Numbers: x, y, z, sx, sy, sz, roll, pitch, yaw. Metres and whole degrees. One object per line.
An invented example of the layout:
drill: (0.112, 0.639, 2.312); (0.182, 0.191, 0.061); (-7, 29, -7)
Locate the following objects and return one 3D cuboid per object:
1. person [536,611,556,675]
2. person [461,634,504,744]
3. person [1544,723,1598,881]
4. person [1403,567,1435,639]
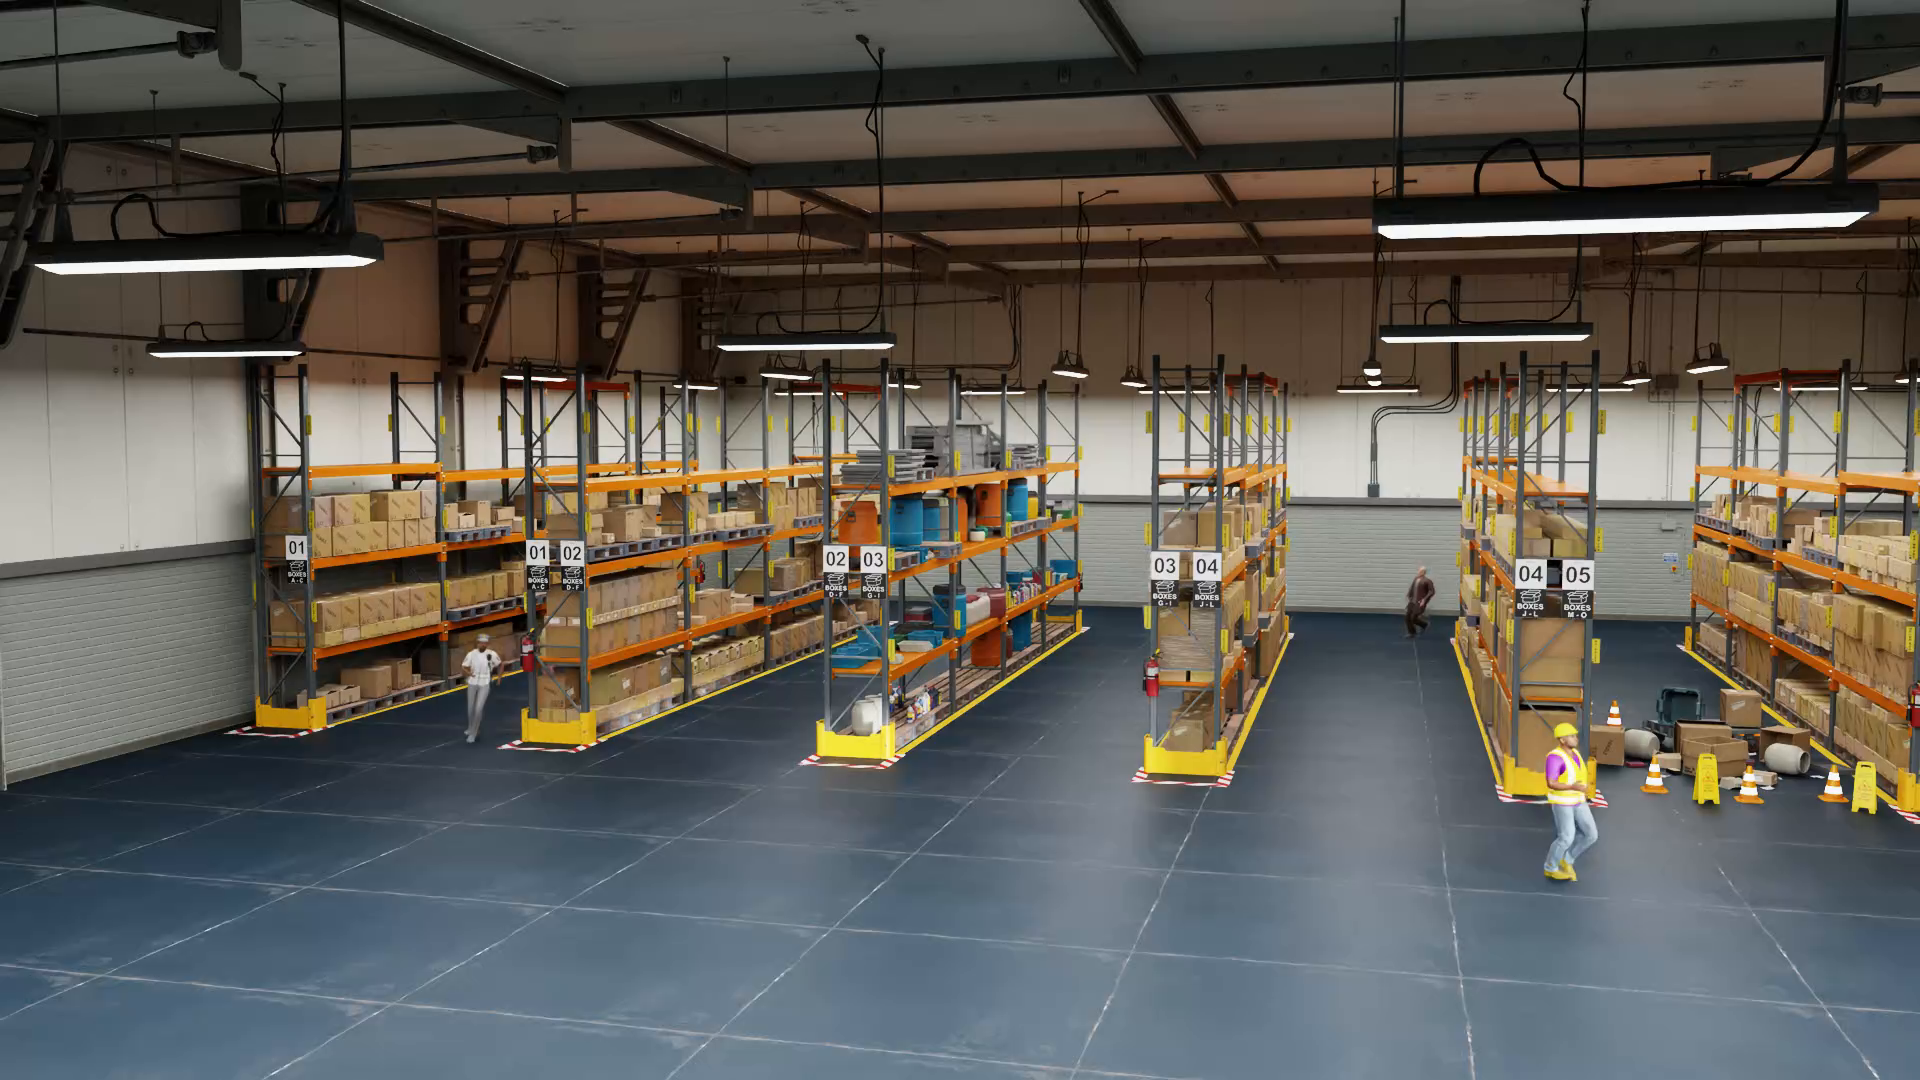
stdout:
person: (-7.453, 2.105, 30.106); (0.556, 1.626, 0.520); (1, 4, 8)
person: (-7.619, 2.346, 26.476); (0.637, 1.717, 0.695); (0, 4, -4)
person: (6.681, 2.878, 18.141); (0.680, 1.754, 0.629); (-3, 5, -36)
person: (10.783, 1.473, 38.940); (0.596, 1.720, 0.759); (-2, 4, -26)
